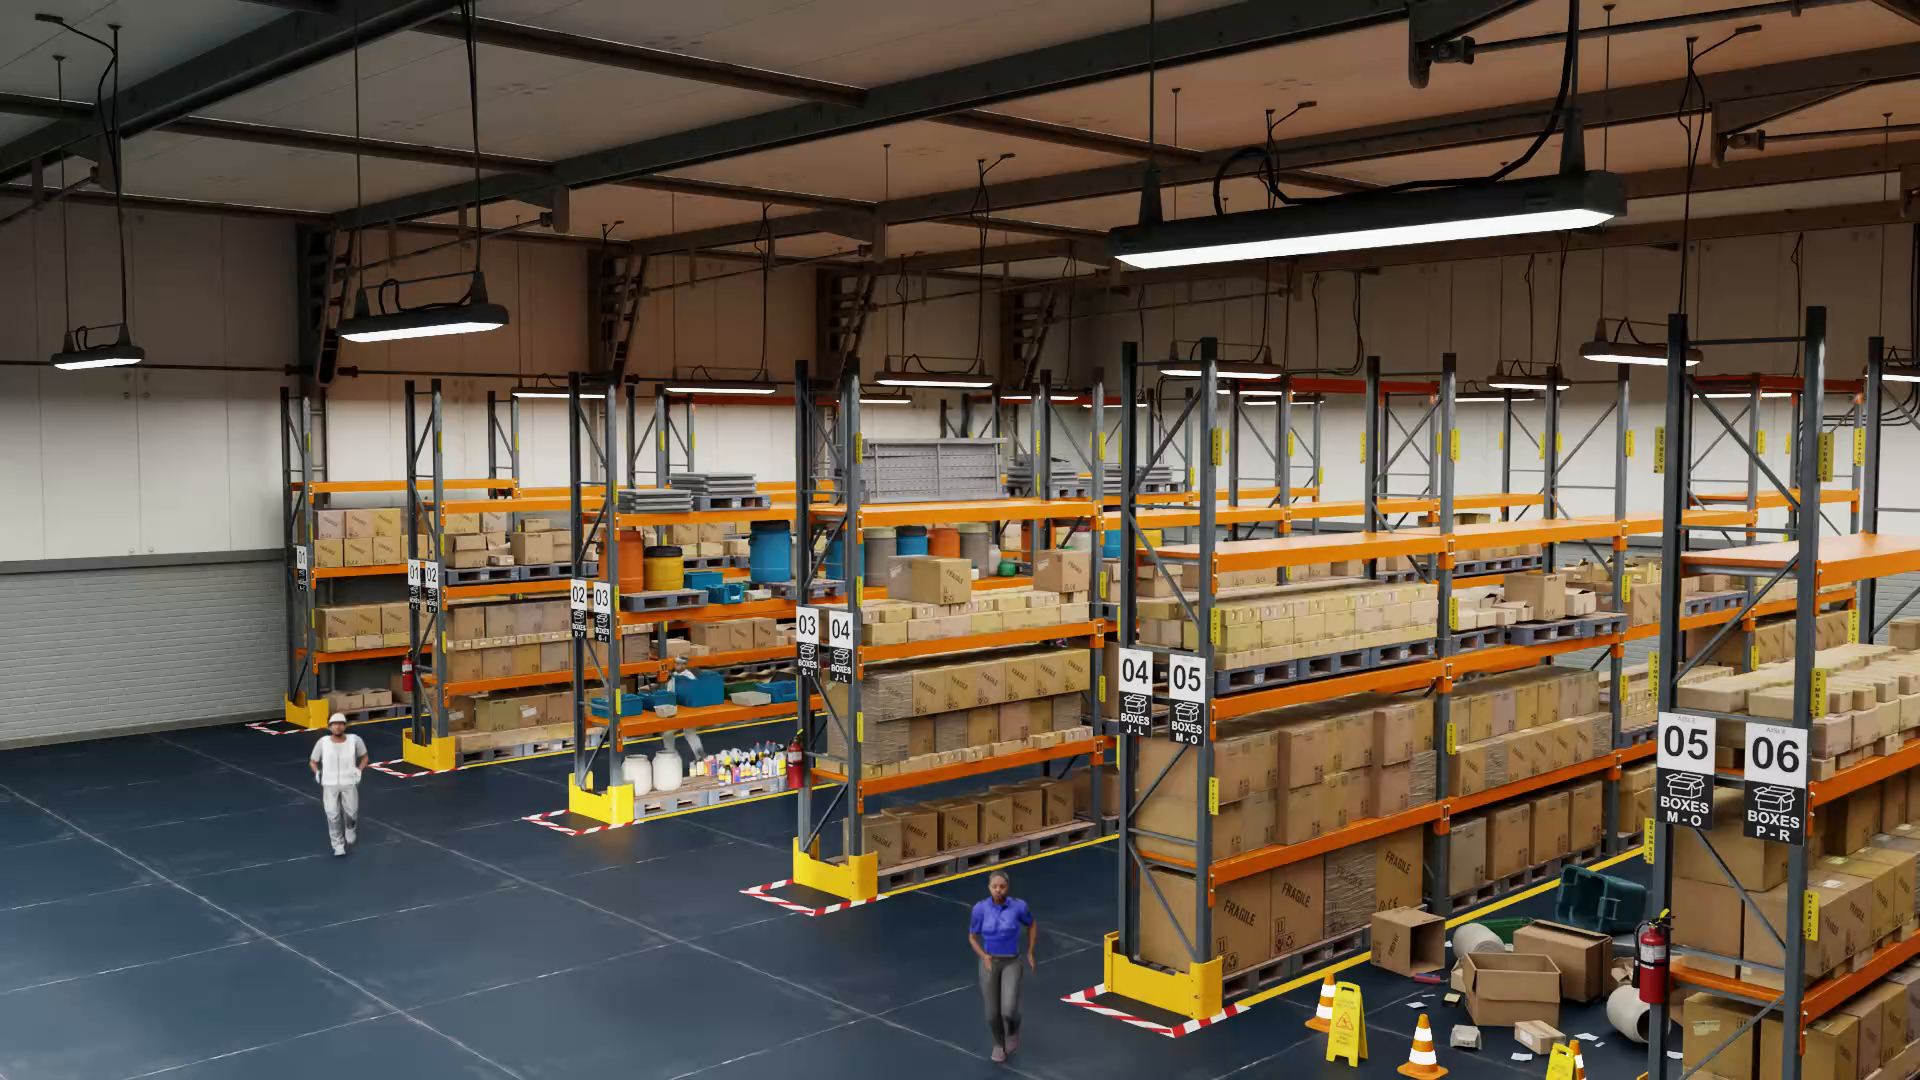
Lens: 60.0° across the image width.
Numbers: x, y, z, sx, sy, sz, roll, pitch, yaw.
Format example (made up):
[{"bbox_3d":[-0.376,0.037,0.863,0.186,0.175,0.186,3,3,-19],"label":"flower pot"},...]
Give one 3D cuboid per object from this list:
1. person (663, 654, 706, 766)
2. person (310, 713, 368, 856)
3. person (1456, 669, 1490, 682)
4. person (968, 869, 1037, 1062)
[{"bbox_3d":[-4.257,2.638,25.475,0.654,1.825,0.818,3,5,39],"label":"person"},{"bbox_3d":[-7.622,2.991,20.421,0.678,1.733,0.620,-1,4,-19],"label":"person"},{"bbox_3d":[7.892,2.657,25.477,0.635,1.756,0.899,4,5,45],"label":"person"},{"bbox_3d":[0.343,3.490,13.549,0.553,1.612,0.653,0,4,5],"label":"person"}]
